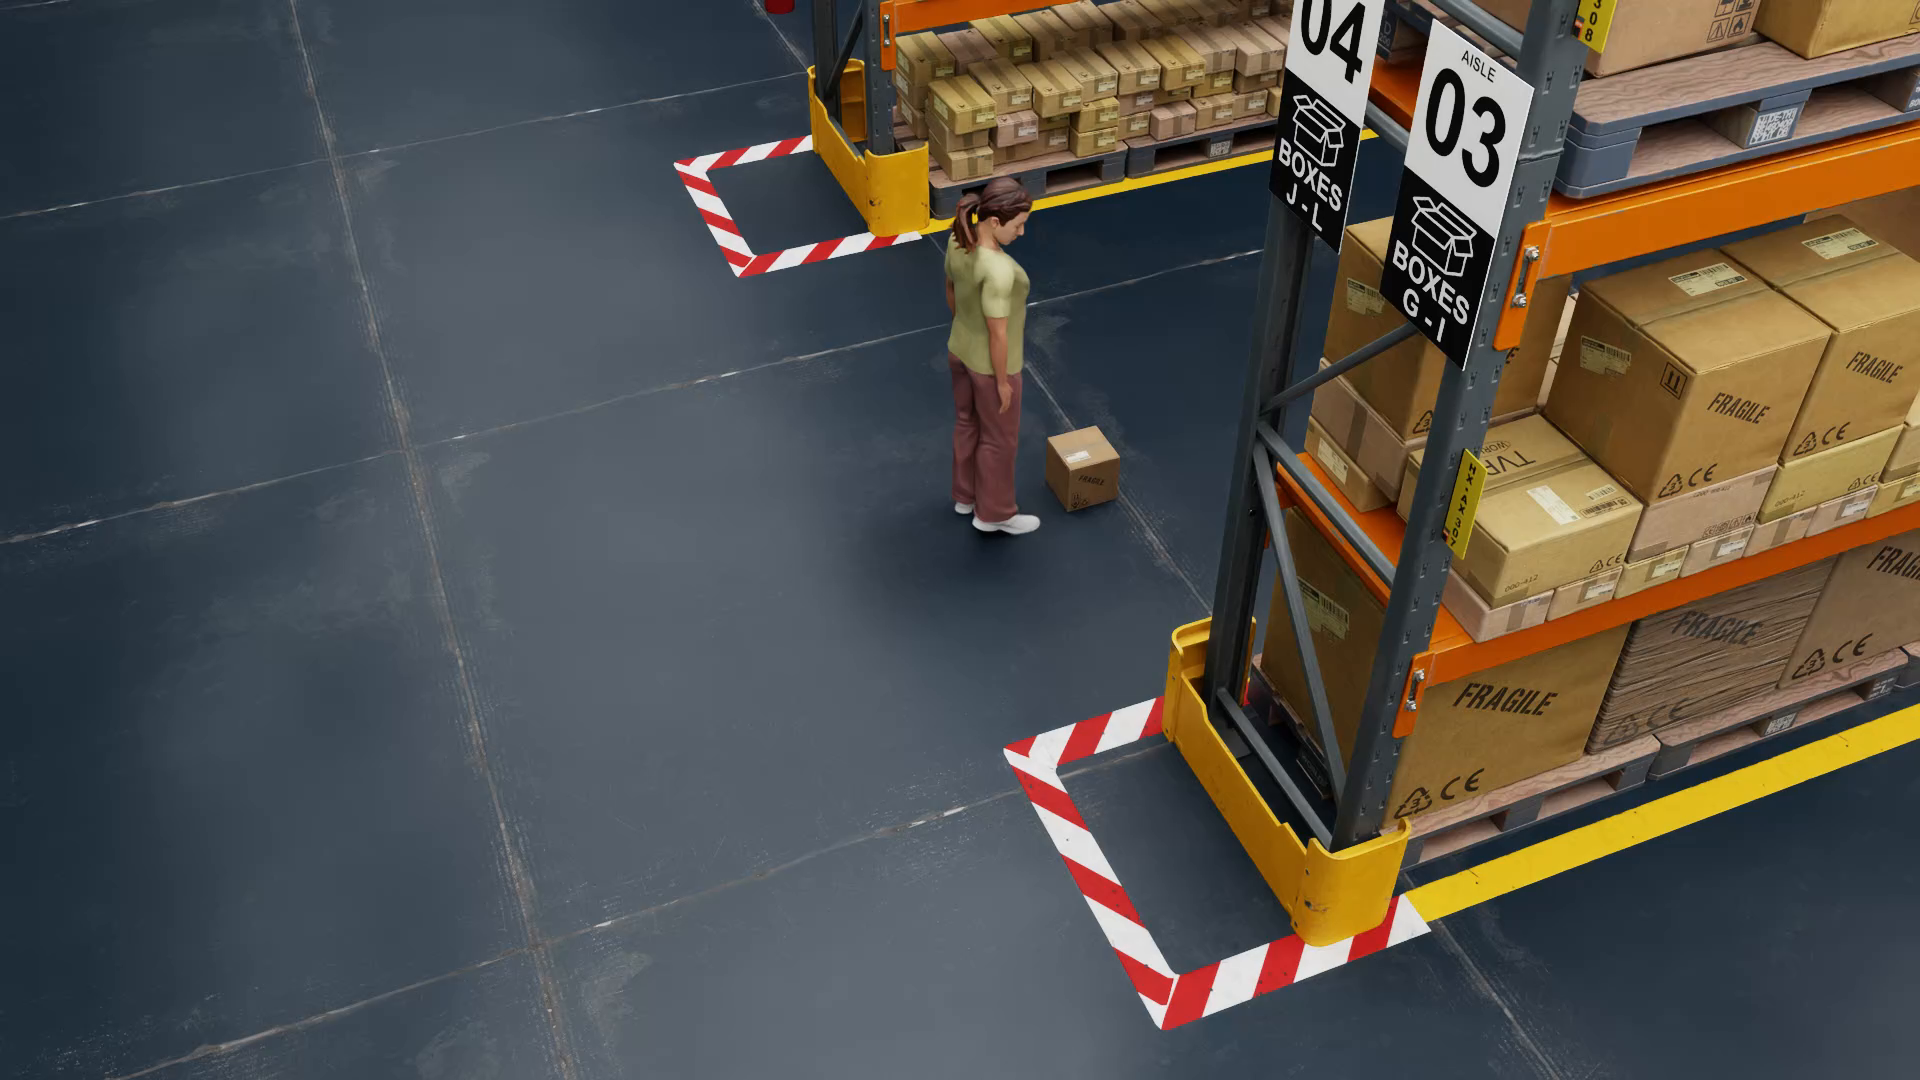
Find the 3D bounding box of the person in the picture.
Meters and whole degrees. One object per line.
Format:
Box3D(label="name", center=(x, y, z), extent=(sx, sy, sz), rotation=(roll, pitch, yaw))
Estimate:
Box3D(label="person", center=(0.110, -0.761, 7.003), extent=(0.309, 1.696, 0.530), rotation=(-25, 47, -25))
